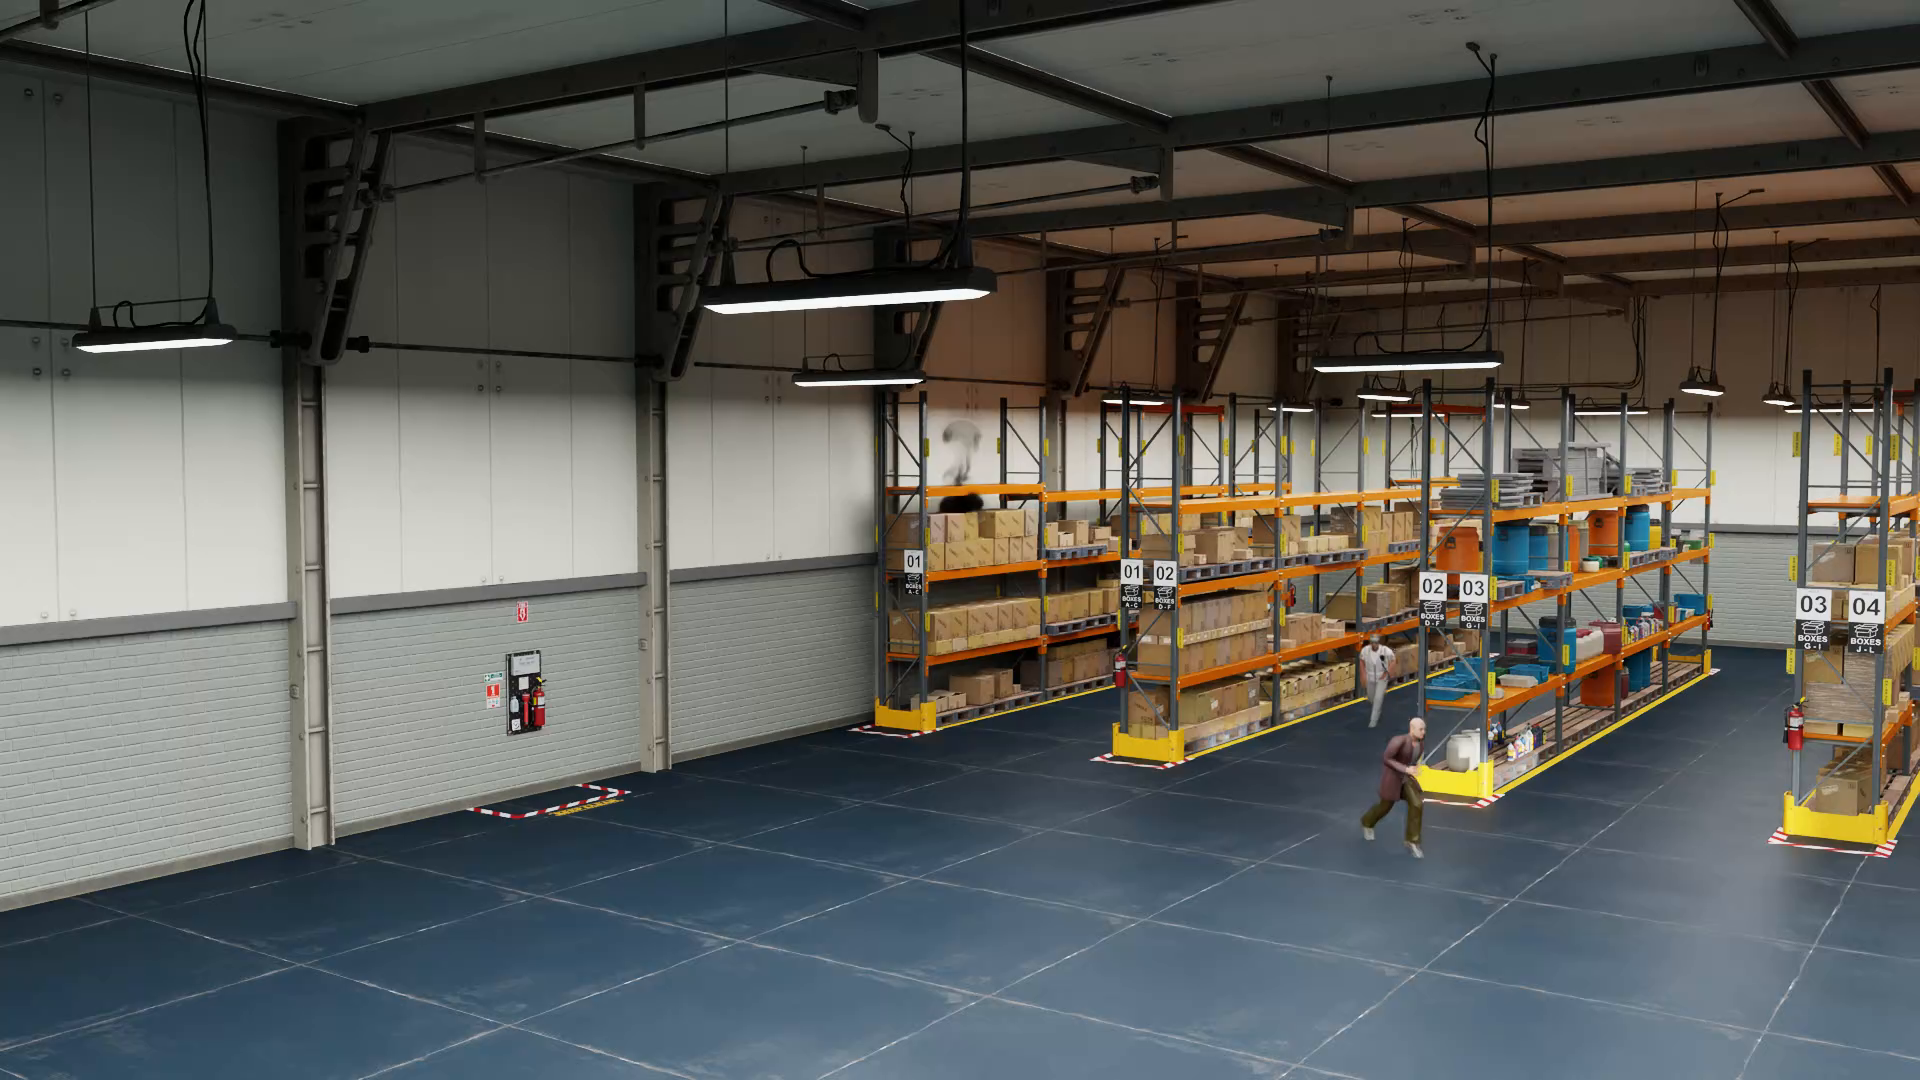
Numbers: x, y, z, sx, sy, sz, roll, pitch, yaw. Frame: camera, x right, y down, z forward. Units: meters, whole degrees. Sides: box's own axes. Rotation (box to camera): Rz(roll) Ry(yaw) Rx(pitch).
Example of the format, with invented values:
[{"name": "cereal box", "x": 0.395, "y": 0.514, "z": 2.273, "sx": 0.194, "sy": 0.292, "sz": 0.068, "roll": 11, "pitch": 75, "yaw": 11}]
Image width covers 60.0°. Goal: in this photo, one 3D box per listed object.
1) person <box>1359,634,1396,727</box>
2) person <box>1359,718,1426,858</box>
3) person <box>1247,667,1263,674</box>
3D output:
[{"name": "person", "x": 7.550, "y": 2.516, "z": 30.048, "sx": 0.663, "sy": 1.715, "sz": 0.861, "roll": 1, "pitch": 3, "yaw": 21}, {"name": "person", "x": 5.397, "y": 3.028, "z": 20.722, "sx": 0.755, "sy": 1.743, "sz": 1.065, "roll": -2, "pitch": 4, "yaw": -34}, {"name": "person", "x": 6.087, "y": 2.257, "z": 33.889, "sx": 0.669, "sy": 1.733, "sz": 0.760, "roll": 2, "pitch": 4, "yaw": 31}]
